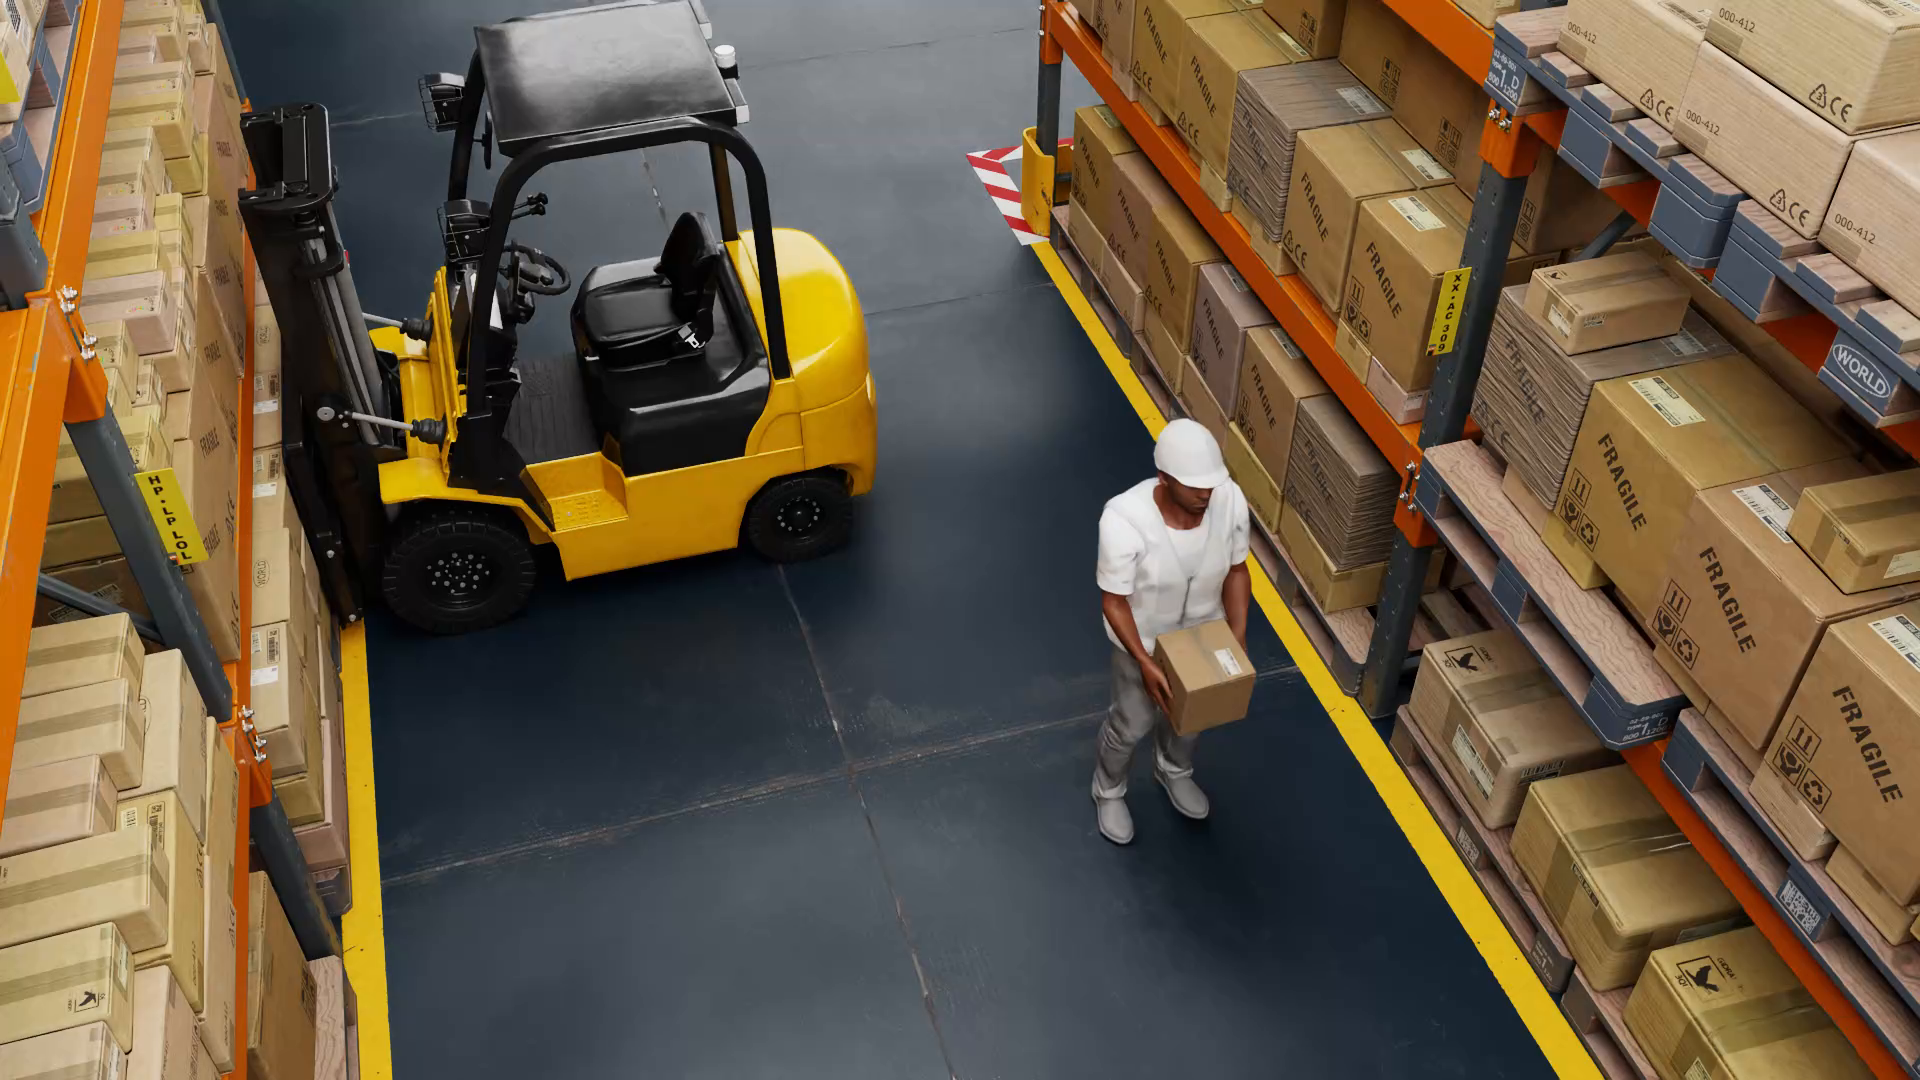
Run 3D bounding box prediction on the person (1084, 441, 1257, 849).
[{"bbox_3d":[0.730,0.345,5.763,0.632,1.760,0.463,-14,44,-15],"label":"person"}]
